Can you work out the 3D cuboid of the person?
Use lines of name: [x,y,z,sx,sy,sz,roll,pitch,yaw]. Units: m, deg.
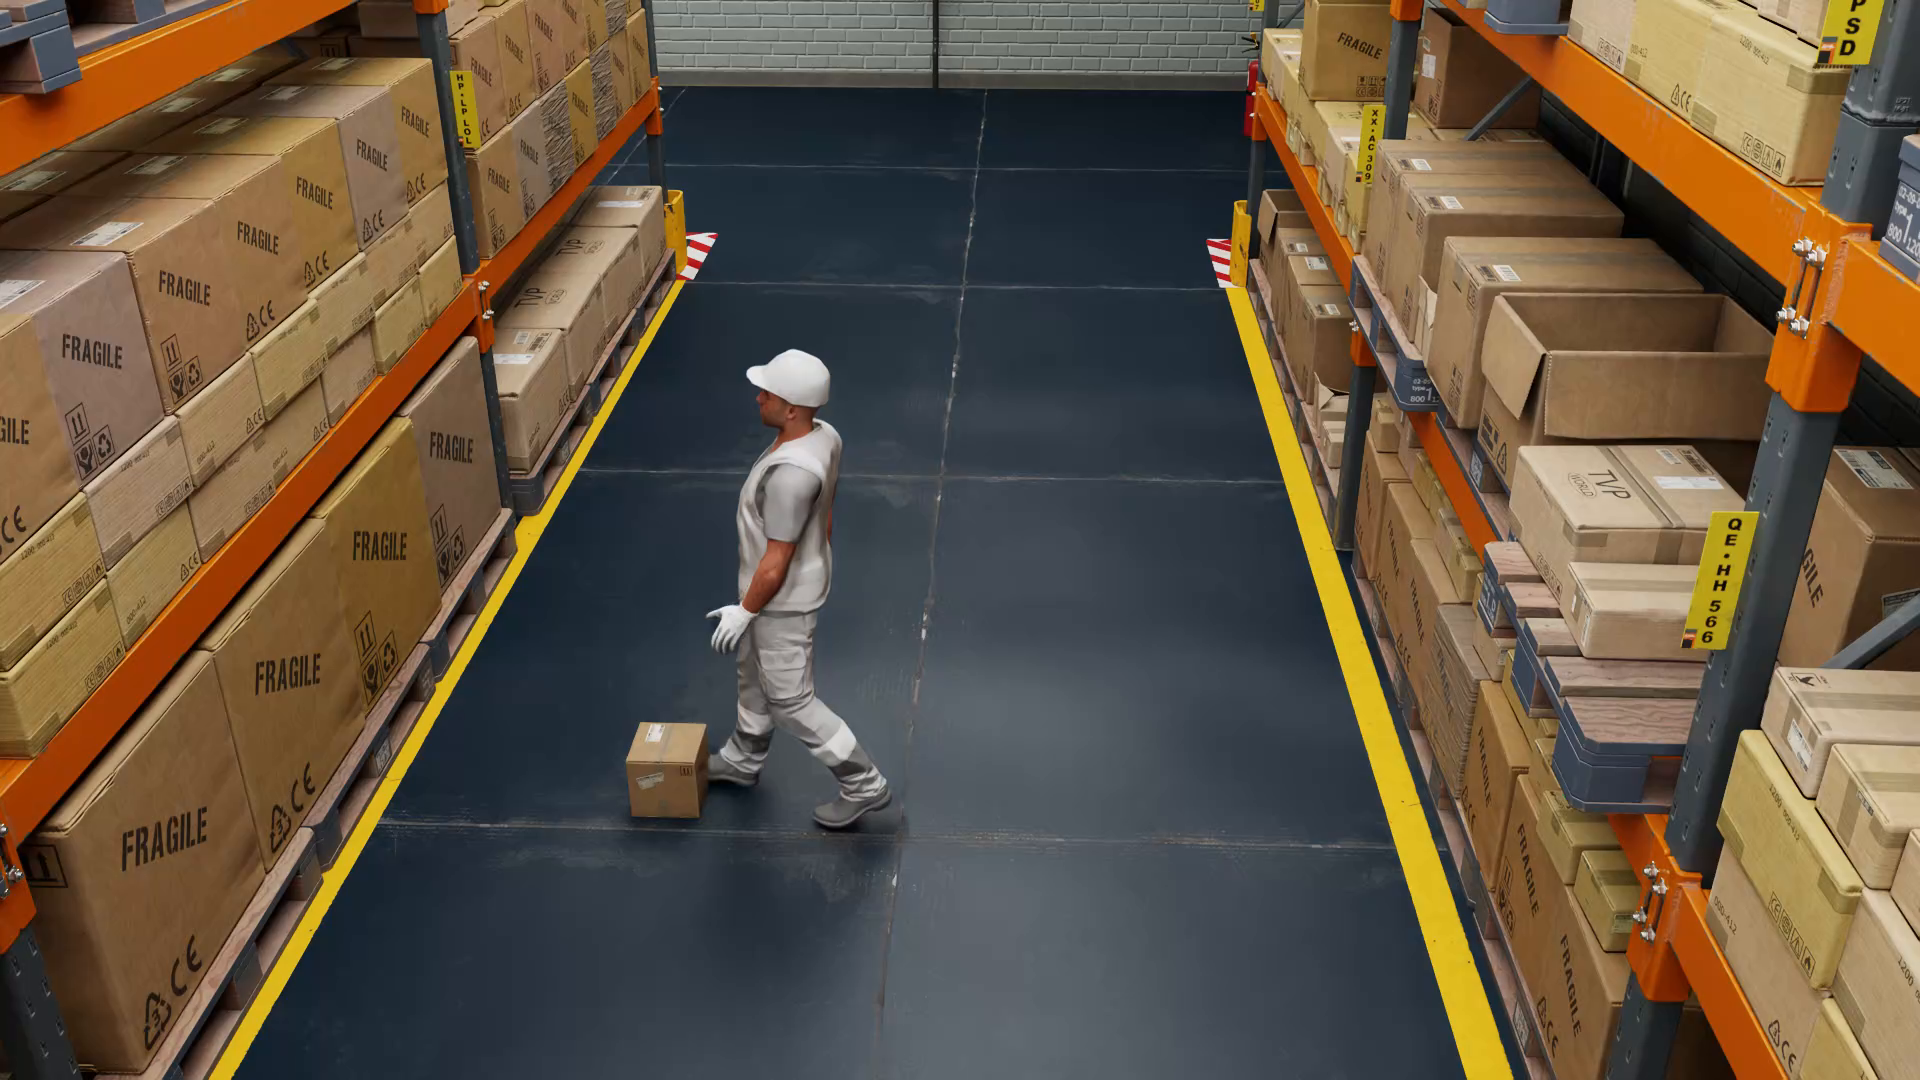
person: [-0.649,0.187,5.768,0.819,1.781,0.554,1,28,2]
